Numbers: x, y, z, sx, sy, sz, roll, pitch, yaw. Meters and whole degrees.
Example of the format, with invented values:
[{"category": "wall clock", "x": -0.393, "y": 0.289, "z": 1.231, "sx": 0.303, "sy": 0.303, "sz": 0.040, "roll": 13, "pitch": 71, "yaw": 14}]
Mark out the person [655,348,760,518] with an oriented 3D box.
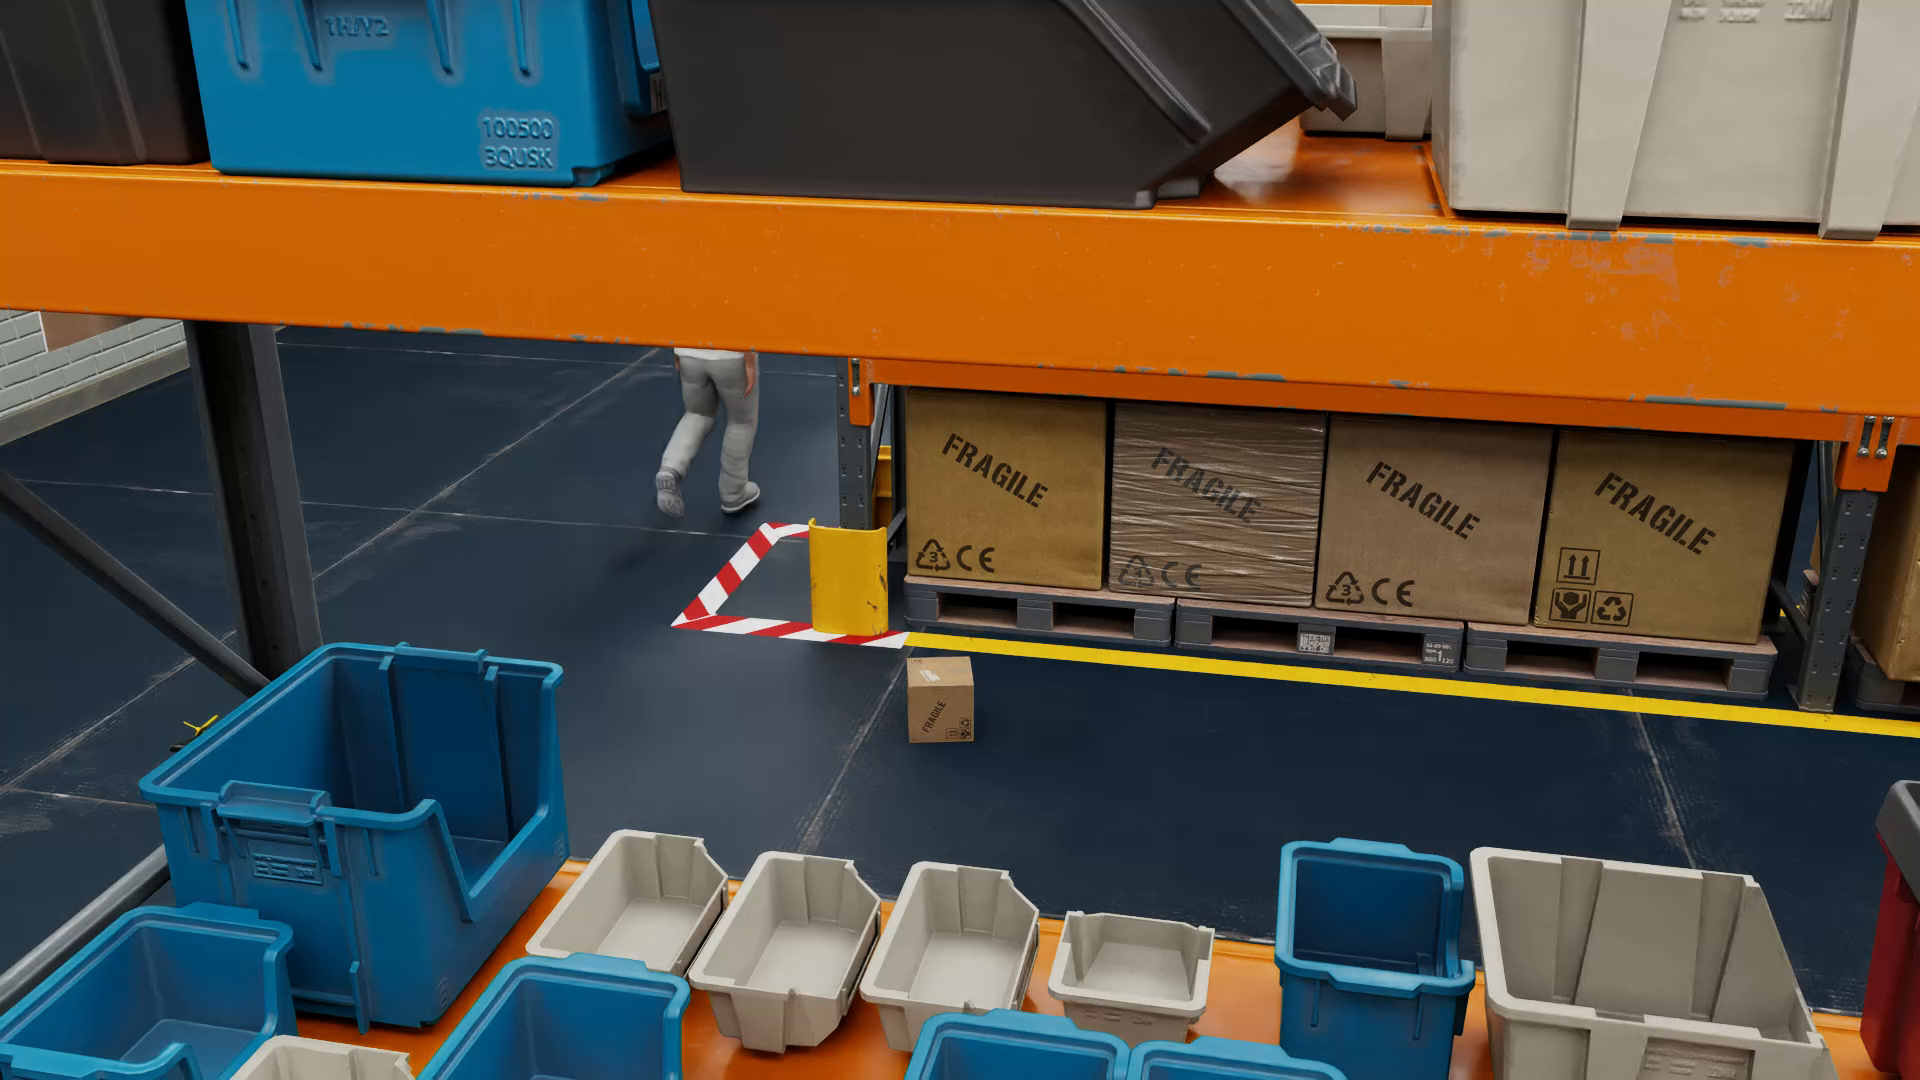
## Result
[{"category": "person", "x": -1.259, "y": -0.952, "z": 8.422, "sx": 0.578, "sy": 1.747, "sz": 0.695, "roll": 9, "pitch": 23, "yaw": 22}]
